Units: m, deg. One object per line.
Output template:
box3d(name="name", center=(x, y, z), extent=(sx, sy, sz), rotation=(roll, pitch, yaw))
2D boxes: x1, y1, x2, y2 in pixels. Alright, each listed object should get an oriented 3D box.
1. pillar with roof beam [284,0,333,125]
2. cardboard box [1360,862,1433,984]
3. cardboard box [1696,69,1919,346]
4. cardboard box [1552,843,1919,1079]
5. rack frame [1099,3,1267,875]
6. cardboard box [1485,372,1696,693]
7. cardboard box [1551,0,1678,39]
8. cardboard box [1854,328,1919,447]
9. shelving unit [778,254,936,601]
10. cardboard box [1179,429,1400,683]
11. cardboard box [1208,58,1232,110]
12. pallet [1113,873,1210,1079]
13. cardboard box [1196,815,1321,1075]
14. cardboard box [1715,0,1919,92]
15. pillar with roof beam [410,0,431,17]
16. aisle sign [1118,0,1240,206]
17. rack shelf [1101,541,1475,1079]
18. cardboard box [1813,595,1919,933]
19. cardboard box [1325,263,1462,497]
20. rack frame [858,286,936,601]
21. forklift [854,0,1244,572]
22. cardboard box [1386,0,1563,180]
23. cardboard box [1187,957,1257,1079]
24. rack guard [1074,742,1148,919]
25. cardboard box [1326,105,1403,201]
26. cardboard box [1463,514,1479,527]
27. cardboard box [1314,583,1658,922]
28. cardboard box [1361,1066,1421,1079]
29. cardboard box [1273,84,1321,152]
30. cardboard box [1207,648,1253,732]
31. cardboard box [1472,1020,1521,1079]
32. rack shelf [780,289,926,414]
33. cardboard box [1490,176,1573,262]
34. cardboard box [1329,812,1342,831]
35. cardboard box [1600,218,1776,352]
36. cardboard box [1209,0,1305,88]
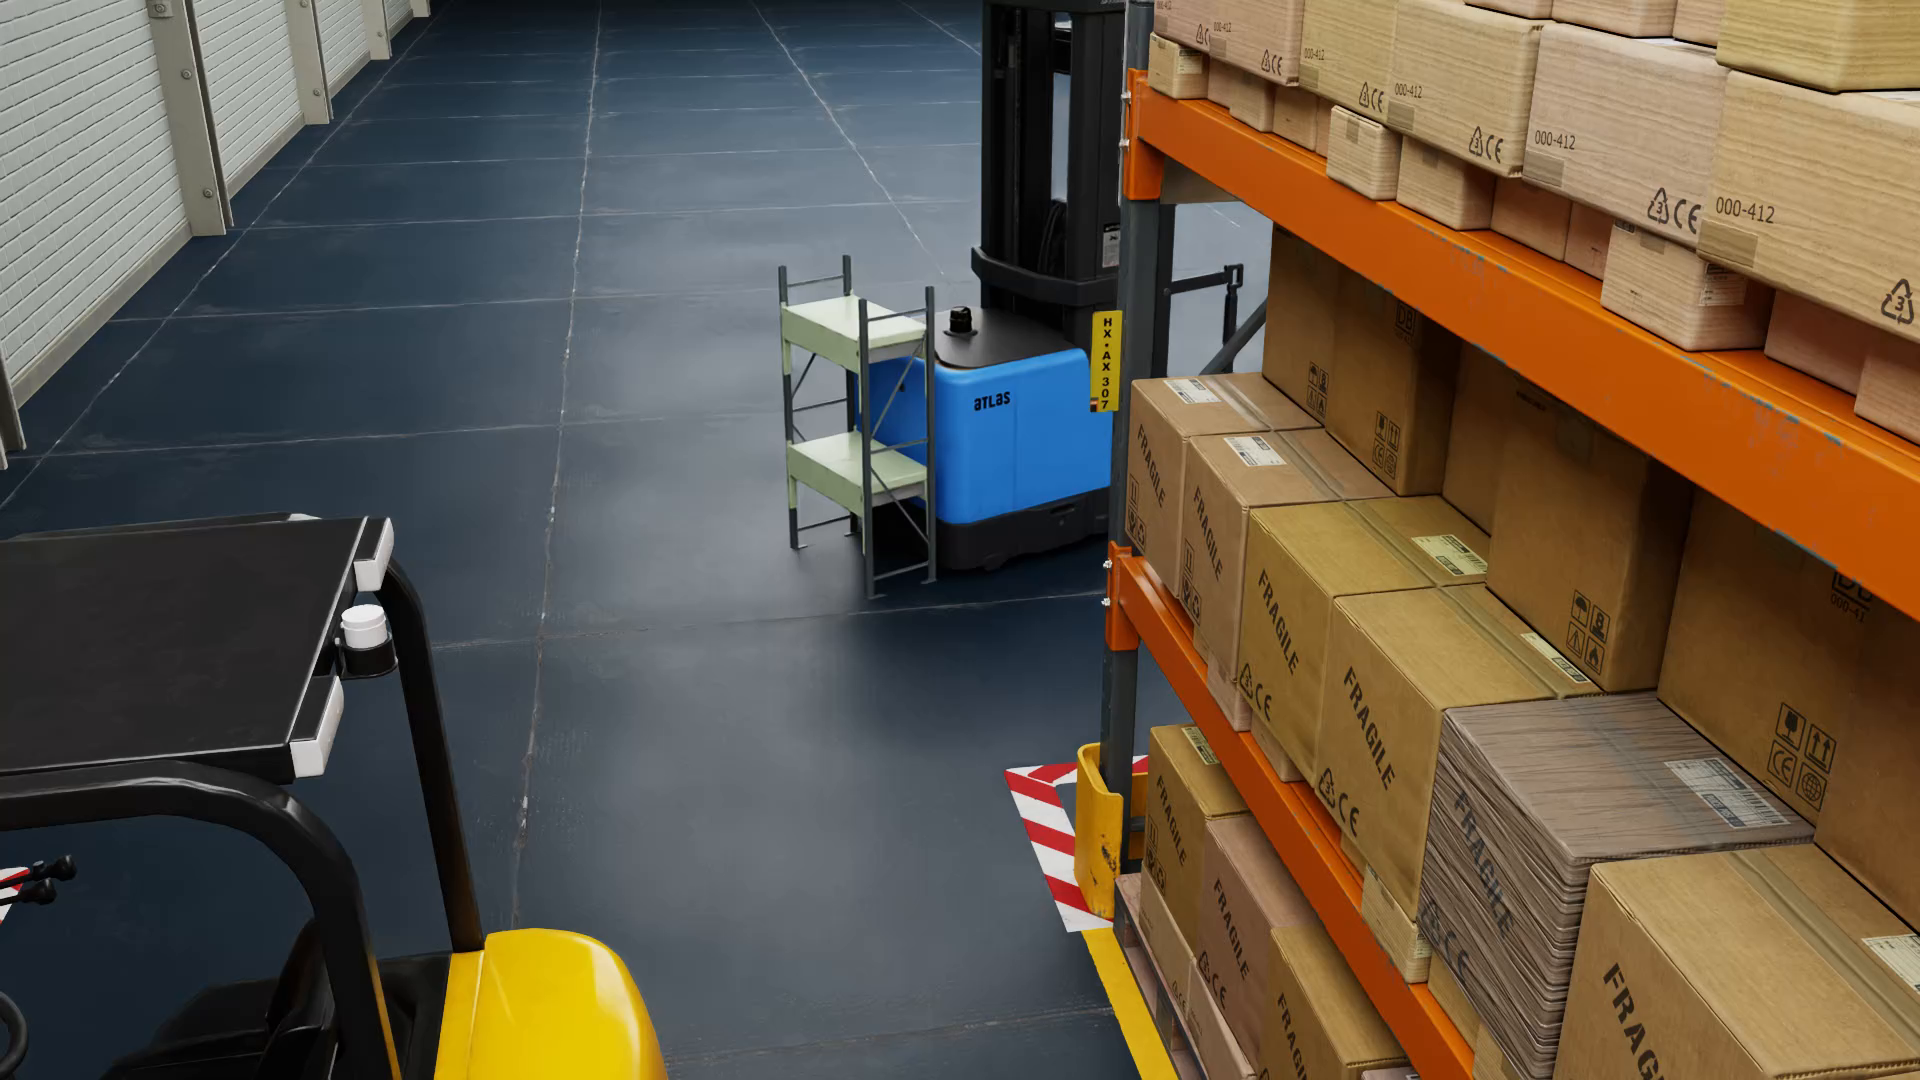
box3d(name="pillar with roof beam", center=(-3.740, -9.638, 19.575), extent=(9.100, 9.000, 0.400), rotation=(-4, 24, -10))
box3d(name="cardboard box", center=(1.080, 0.784, 3.521), extent=(0.380, 0.149, 0.250), rotation=(-4, 24, -9))
box3d(name="cardboard box", center=(1.291, -0.421, 2.034), extent=(0.500, 0.250, 0.500), rotation=(-5, 24, -11))
box3d(name="cardboard box", center=(1.303, 0.833, 2.598), extent=(0.500, 0.500, 0.500), rotation=(-4, 24, -8))
box3d(name="rack frame", center=(0.992, -0.200, 5.460), extent=(1.000, 3.000, 0.127), rotation=(-4, 24, -10))
box3d(name="cardboard box", center=(1.538, -0.056, 3.385), extent=(0.700, 0.500, 0.500), rotation=(-4, 24, -10))
box3d(name="cardboard box", center=(1.152, -0.865, 2.553), extent=(0.380, 0.149, 0.250), rotation=(-4, 24, -9))
box3d(name="cardboard box", center=(1.342, -0.192, 2.009), extent=(0.380, 0.149, 0.250), rotation=(-4, 24, -9))
box3d(name="shelving unit", center=(-0.499, -0.560, 8.159), extent=(0.431, 1.500, 0.755), rotation=(-16, 28, -32))
box3d(name="cardboard box", center=(0.906, 0.028, 4.441), extent=(0.500, 0.500, 0.500), rotation=(-4, 24, -8))
box3d(name="cardboard box", center=(0.871, -1.208, 4.335), extent=(0.380, 0.149, 0.250), rotation=(-5, 24, -11))
box3d(name="pallet", center=(1.122, 1.430, 5.212), extent=(1.003, 0.211, 1.213), rotation=(-4, 24, -10))
box3d(name="cardboard box", center=(0.975, 1.076, 4.511), extent=(0.500, 0.500, 0.500), rotation=(-5, 24, -12))
box3d(name="cardboard box", center=(1.198, -0.658, 2.078), extent=(0.380, 0.149, 0.250), rotation=(-4, 24, -8))
box3d(name="pillar with roof beam", center=(-5.959, -14.358, 30.383), extent=(9.100, 9.000, 0.400), rotation=(-4, 24, -10))
box3d(name="aisle sign", center=(0.676, -1.393, 4.943), extent=(0.394, 0.787, 0.004), rotation=(-4, 24, -10))
box3d(name="rack shelf", center=(1.362, 0.916, 3.803), extent=(1.077, 0.370, 4.000), rotation=(-4, 24, -10))
box3d(name="cardboard box", center=(1.790, 0.341, 2.475), extent=(0.700, 0.500, 0.500), rotation=(-4, 24, -9))
box3d(name="cardboard box", center=(1.387, -0.456, 4.300), extent=(0.700, 0.500, 0.500), rotation=(-4, 24, -9))
box3d(name="rack frame", center=(-0.288, -0.441, 7.885), extent=(0.400, 1.500, 0.023), rotation=(-16, 28, -32))
box3d(name="forklift", center=(0.922, -1.628, 8.816), extent=(3.031, 2.935, 1.130), rotation=(-15, 28, -31))
box3d(name="cardboard box", center=(1.102, -0.821, 2.951), extent=(0.500, 0.250, 0.500), rotation=(-4, 24, -9))
box3d(name="cardboard box", center=(0.956, 1.407, 4.692), extent=(0.500, 0.250, 0.500), rotation=(-3, 24, -8))
box3d(name="rack guard", center=(1.006, 0.976, 5.892), extent=(1.175, 0.500, 0.348), rotation=(-4, 24, -10))
box3d(name="cardboard box", center=(0.977, -0.797, 3.393), extent=(0.380, 0.149, 0.250), rotation=(-4, 24, -9))
box3d(name="cardboard box", center=(1.540, 0.205, 4.035), extent=(0.500, 0.500, 0.500), rotation=(-4, 24, -10))
box3d(name="cardboard box", center=(1.103, 0.428, 3.526), extent=(0.500, 0.500, 0.500), rotation=(-5, 24, -11))
box3d(name="cardboard box", center=(1.167, 1.484, 3.578), extent=(0.500, 0.500, 0.500), rotation=(-3, 24, -7))
box3d(name="cardboard box", center=(0.956, -1.006, 3.872), extent=(0.380, 0.149, 0.250), rotation=(-4, 24, -10))
box3d(name="cardboard box", center=(0.883, 0.376, 4.455), extent=(0.380, 0.149, 0.250), rotation=(-4, 24, -9))
box3d(name="cardboard box", center=(1.182, 0.985, 3.060), extent=(0.380, 0.149, 0.250), rotation=(-5, 24, -11))
box3d(name="rack shelf", center=(-0.499, -0.918, 8.003), extent=(0.431, 0.370, 0.720), rotation=(-16, 28, -32))
box3d(name="cardboard box", center=(1.181, -0.603, 2.948), extent=(0.380, 0.149, 0.250), rotation=(-5, 24, -10))
box3d(name="cardboard box", center=(1.072, 0.575, 4.000), extent=(0.380, 0.149, 0.250), rotation=(-3, 24, -8))
box3d(name="cardboard box", center=(1.197, -0.393, 2.469), extent=(0.380, 0.149, 0.250), rotation=(-4, 24, -8))
box3d(name="cardboard box", center=(0.907, -1.226, 3.877), extent=(0.500, 0.250, 0.500), rotation=(-5, 24, -11))
